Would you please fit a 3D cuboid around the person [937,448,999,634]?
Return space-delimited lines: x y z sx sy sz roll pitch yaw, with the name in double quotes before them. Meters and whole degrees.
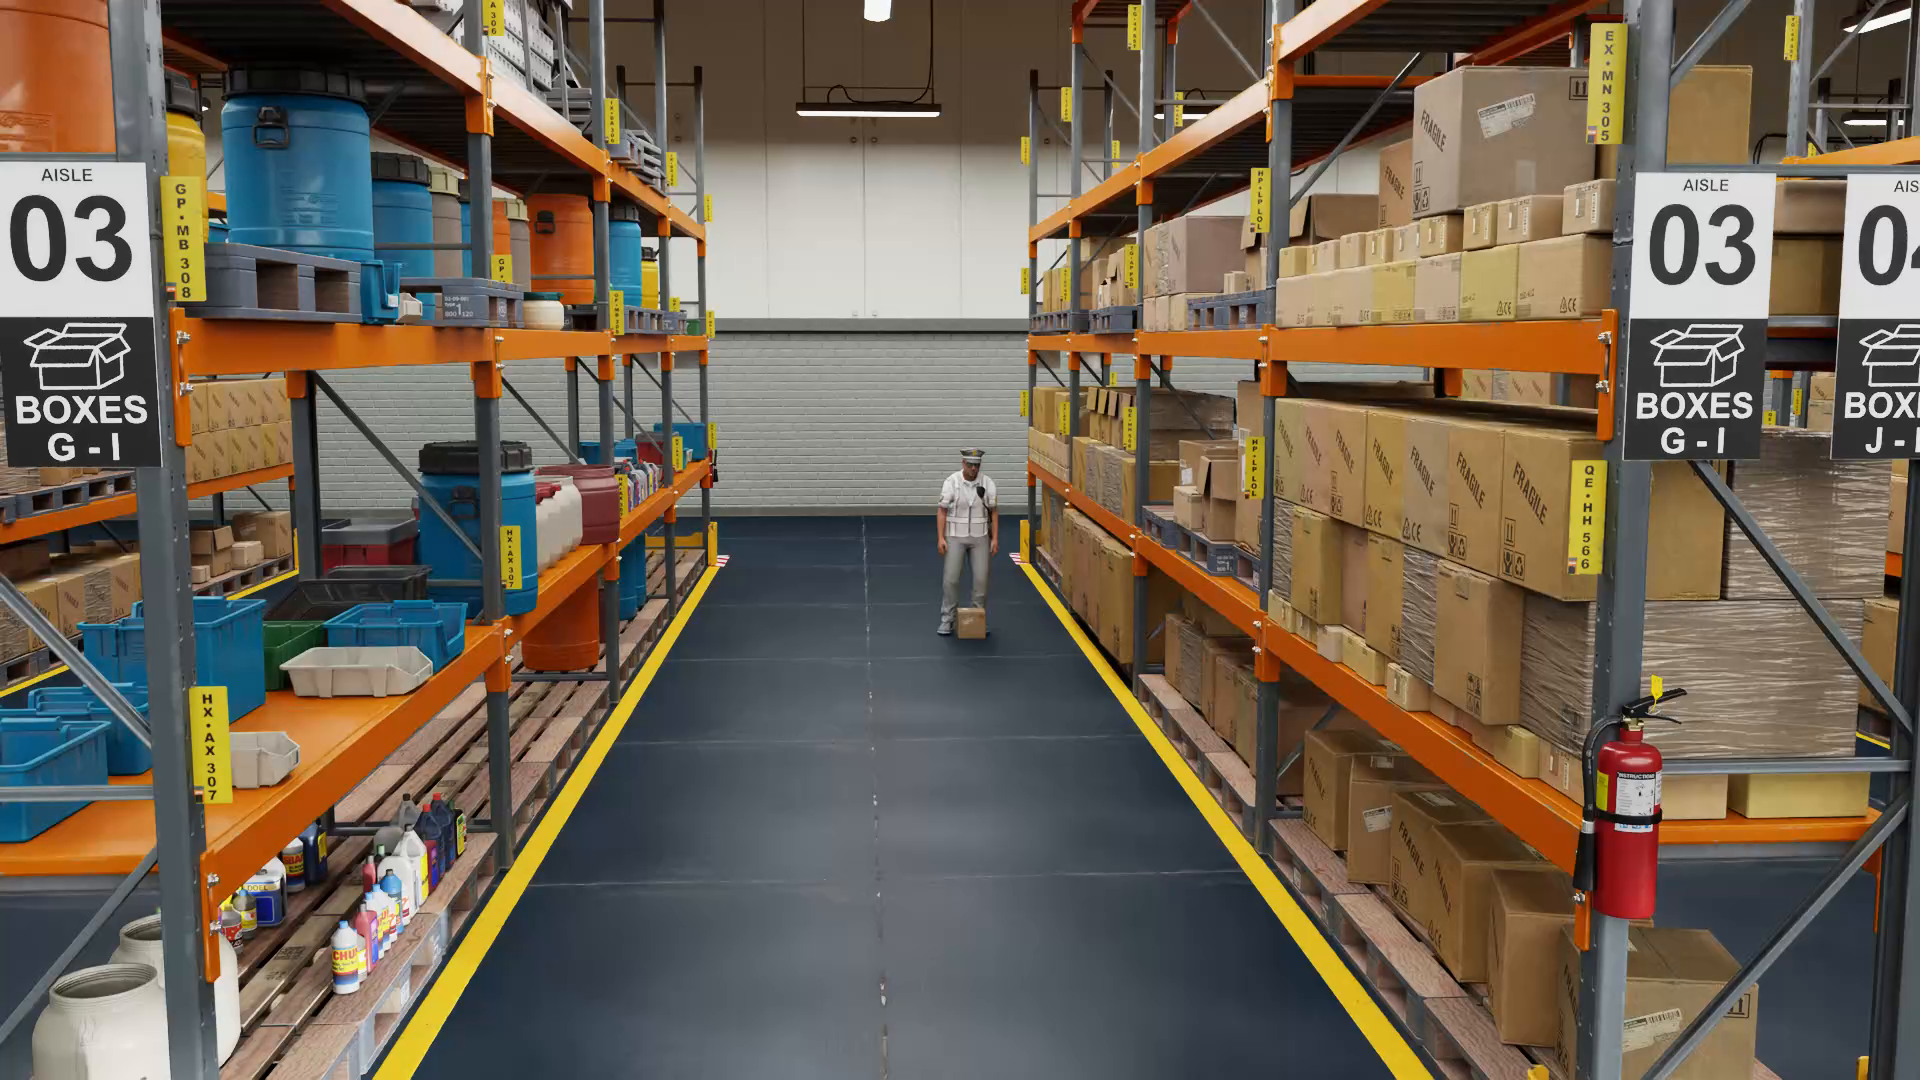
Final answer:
"person" 0.067 0.000 15.716 0.606 1.747 0.439 -1 7 -8
